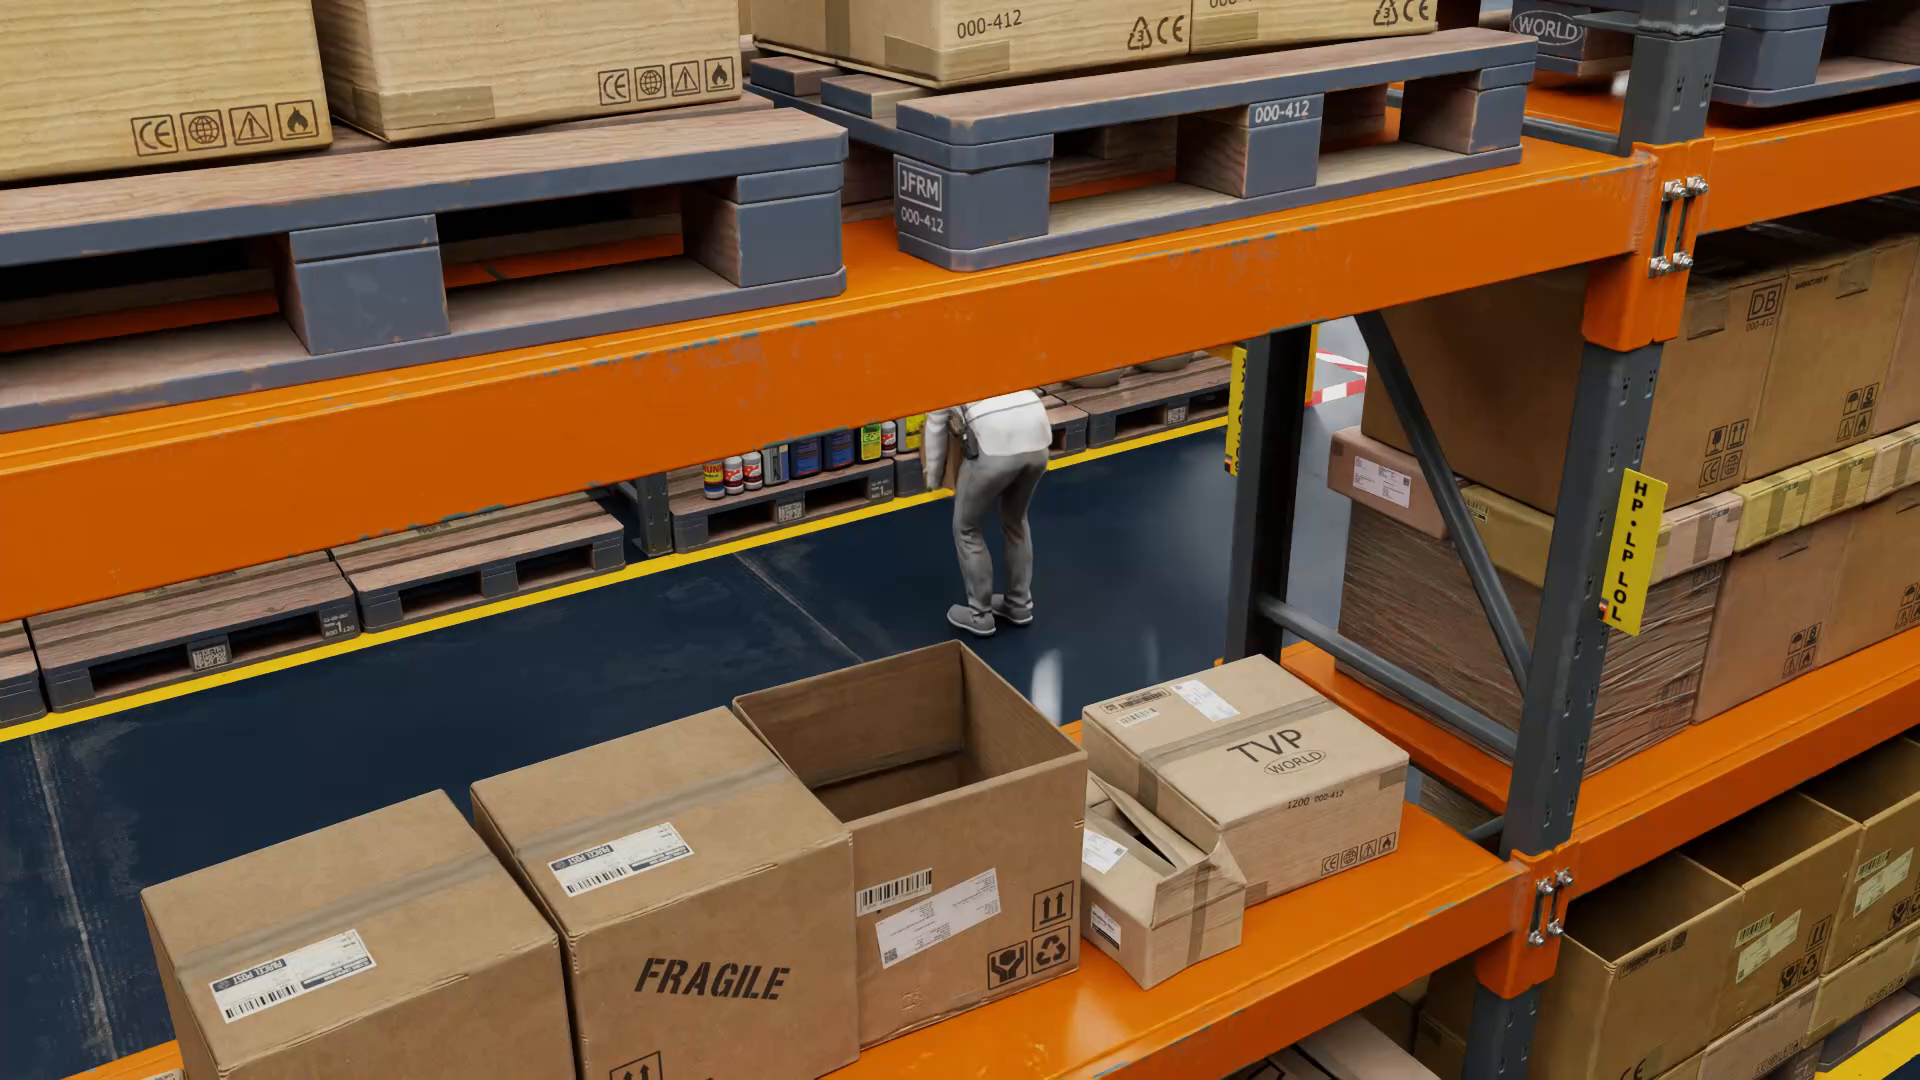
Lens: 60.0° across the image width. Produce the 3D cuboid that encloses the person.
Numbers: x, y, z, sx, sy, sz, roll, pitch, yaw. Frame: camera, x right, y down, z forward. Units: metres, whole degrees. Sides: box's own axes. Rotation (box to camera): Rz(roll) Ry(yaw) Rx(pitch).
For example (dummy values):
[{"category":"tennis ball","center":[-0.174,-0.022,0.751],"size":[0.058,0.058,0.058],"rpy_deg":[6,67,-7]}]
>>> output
[{"category":"person","center":[0.065,-0.348,7.066],"size":[0.405,1.484,0.757],"rpy_deg":[-16,30,-31]}]
